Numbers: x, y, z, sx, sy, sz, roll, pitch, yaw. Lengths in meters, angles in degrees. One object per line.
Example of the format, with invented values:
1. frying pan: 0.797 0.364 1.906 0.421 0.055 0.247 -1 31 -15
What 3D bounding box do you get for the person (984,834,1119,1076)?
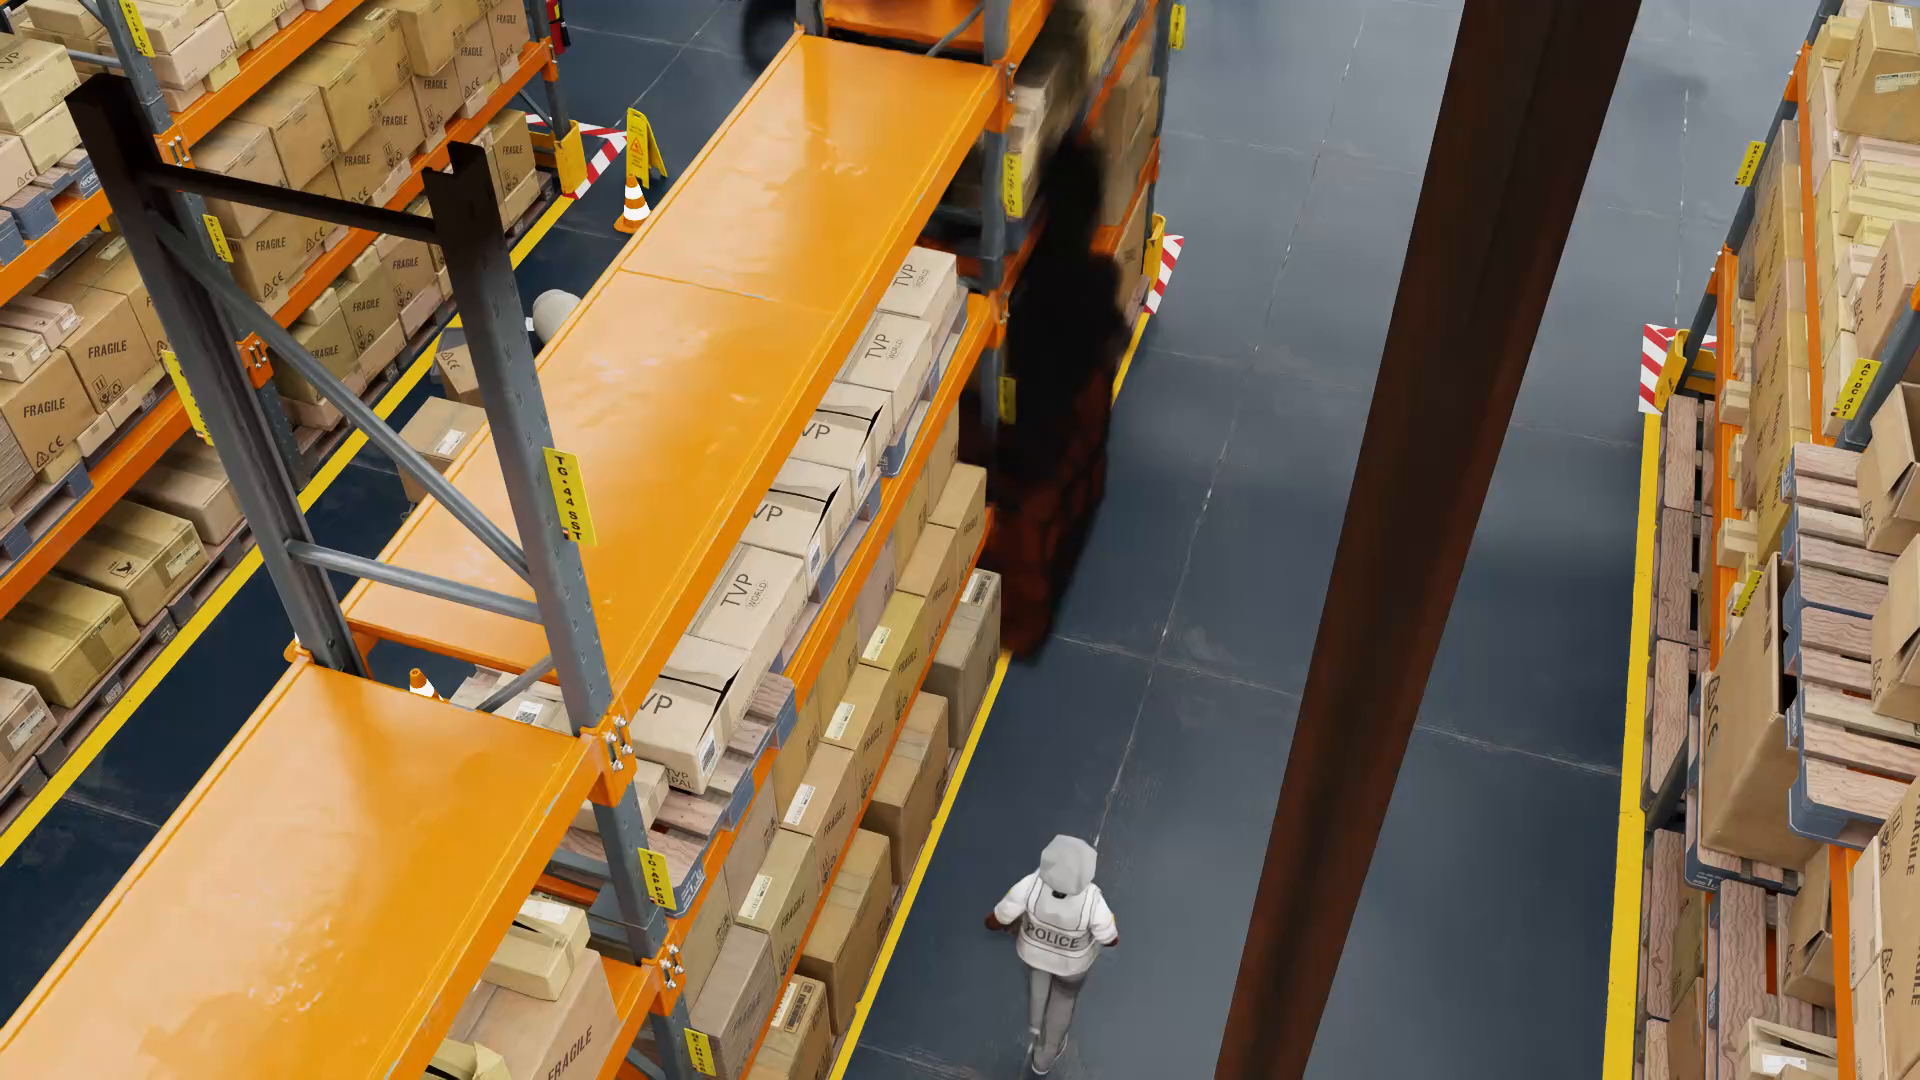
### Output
1. person: 0.455 1.874 7.778 0.590 1.706 0.572 15 48 14
